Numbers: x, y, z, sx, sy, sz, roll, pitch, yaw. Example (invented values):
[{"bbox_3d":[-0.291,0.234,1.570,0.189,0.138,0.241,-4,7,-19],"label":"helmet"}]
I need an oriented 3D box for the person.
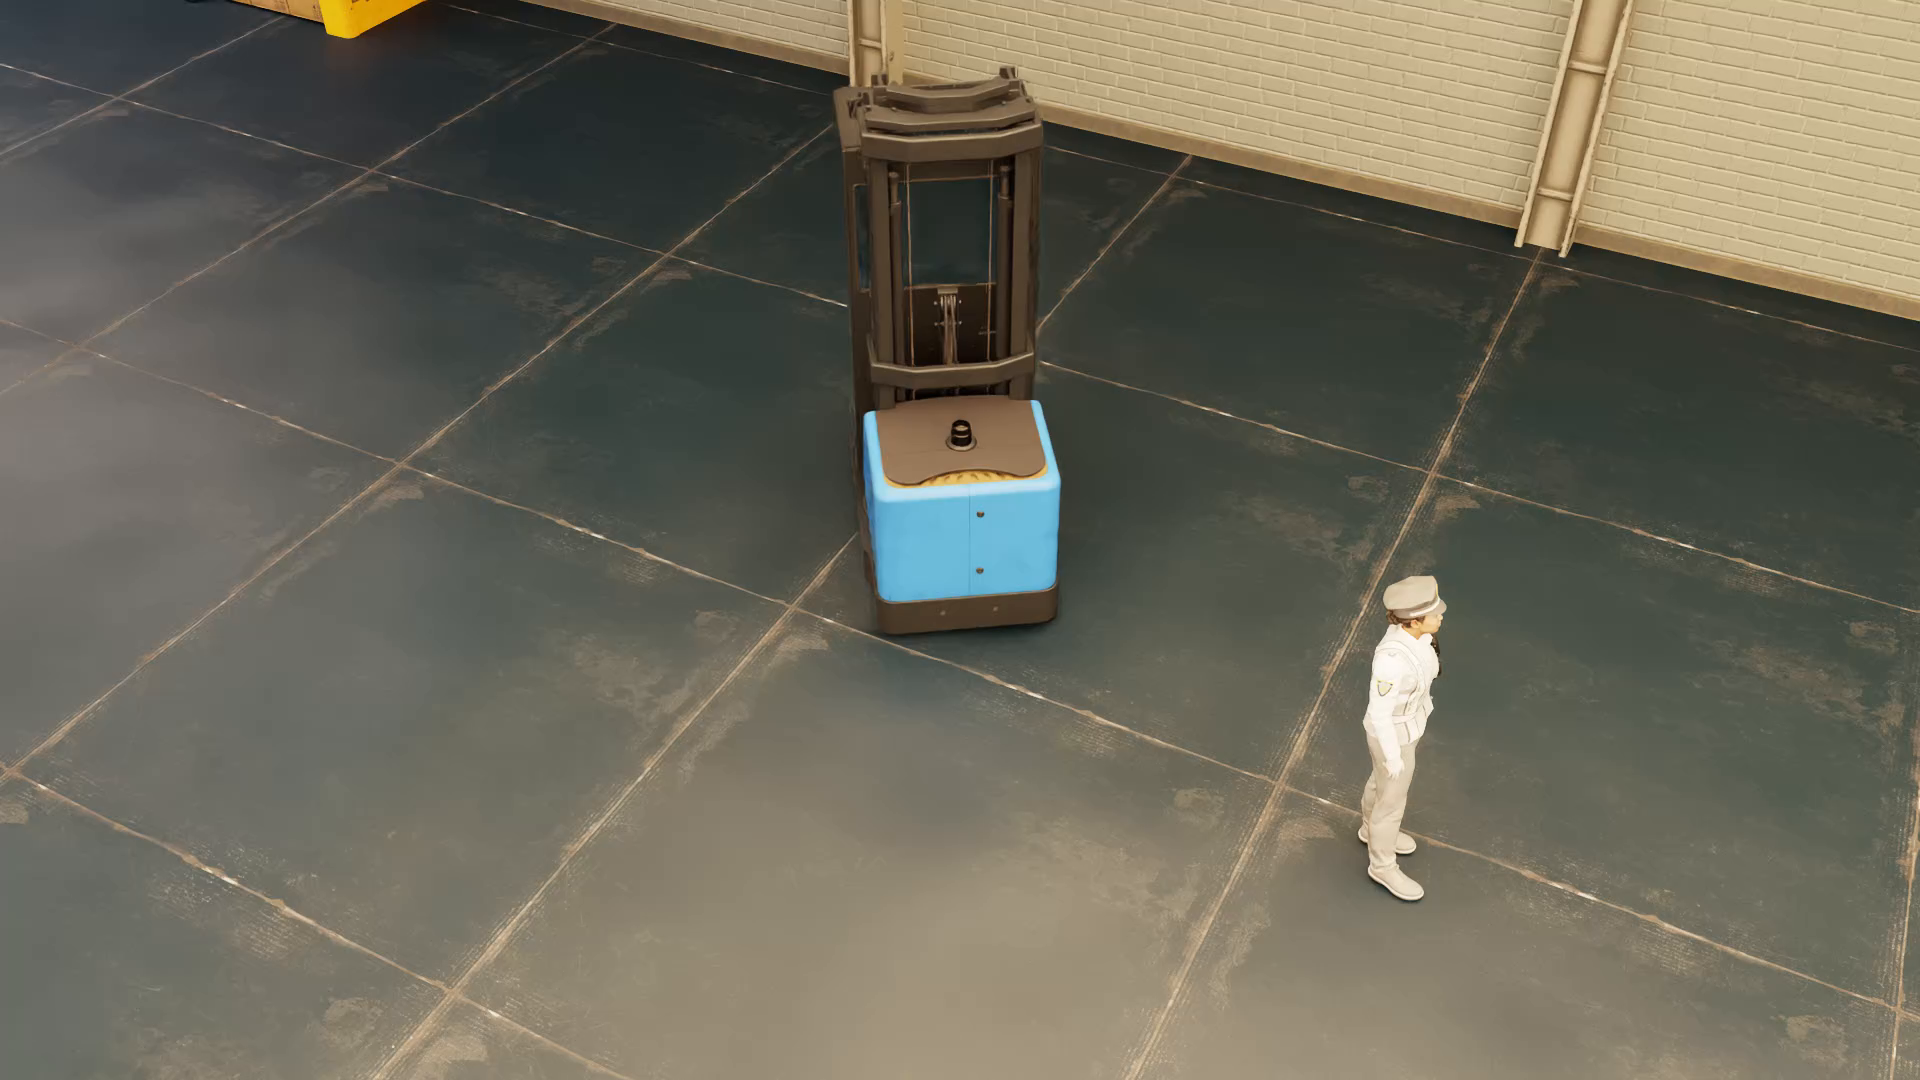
[{"bbox_3d":[2.138,0.896,7.871,0.530,1.694,0.586,18,43,20],"label":"person"}]

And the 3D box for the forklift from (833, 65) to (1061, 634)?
[{"bbox_3d":[-0.129,-1.527,9.800,1.130,2.935,3.031,-4,40,-5],"label":"forklift"}]
